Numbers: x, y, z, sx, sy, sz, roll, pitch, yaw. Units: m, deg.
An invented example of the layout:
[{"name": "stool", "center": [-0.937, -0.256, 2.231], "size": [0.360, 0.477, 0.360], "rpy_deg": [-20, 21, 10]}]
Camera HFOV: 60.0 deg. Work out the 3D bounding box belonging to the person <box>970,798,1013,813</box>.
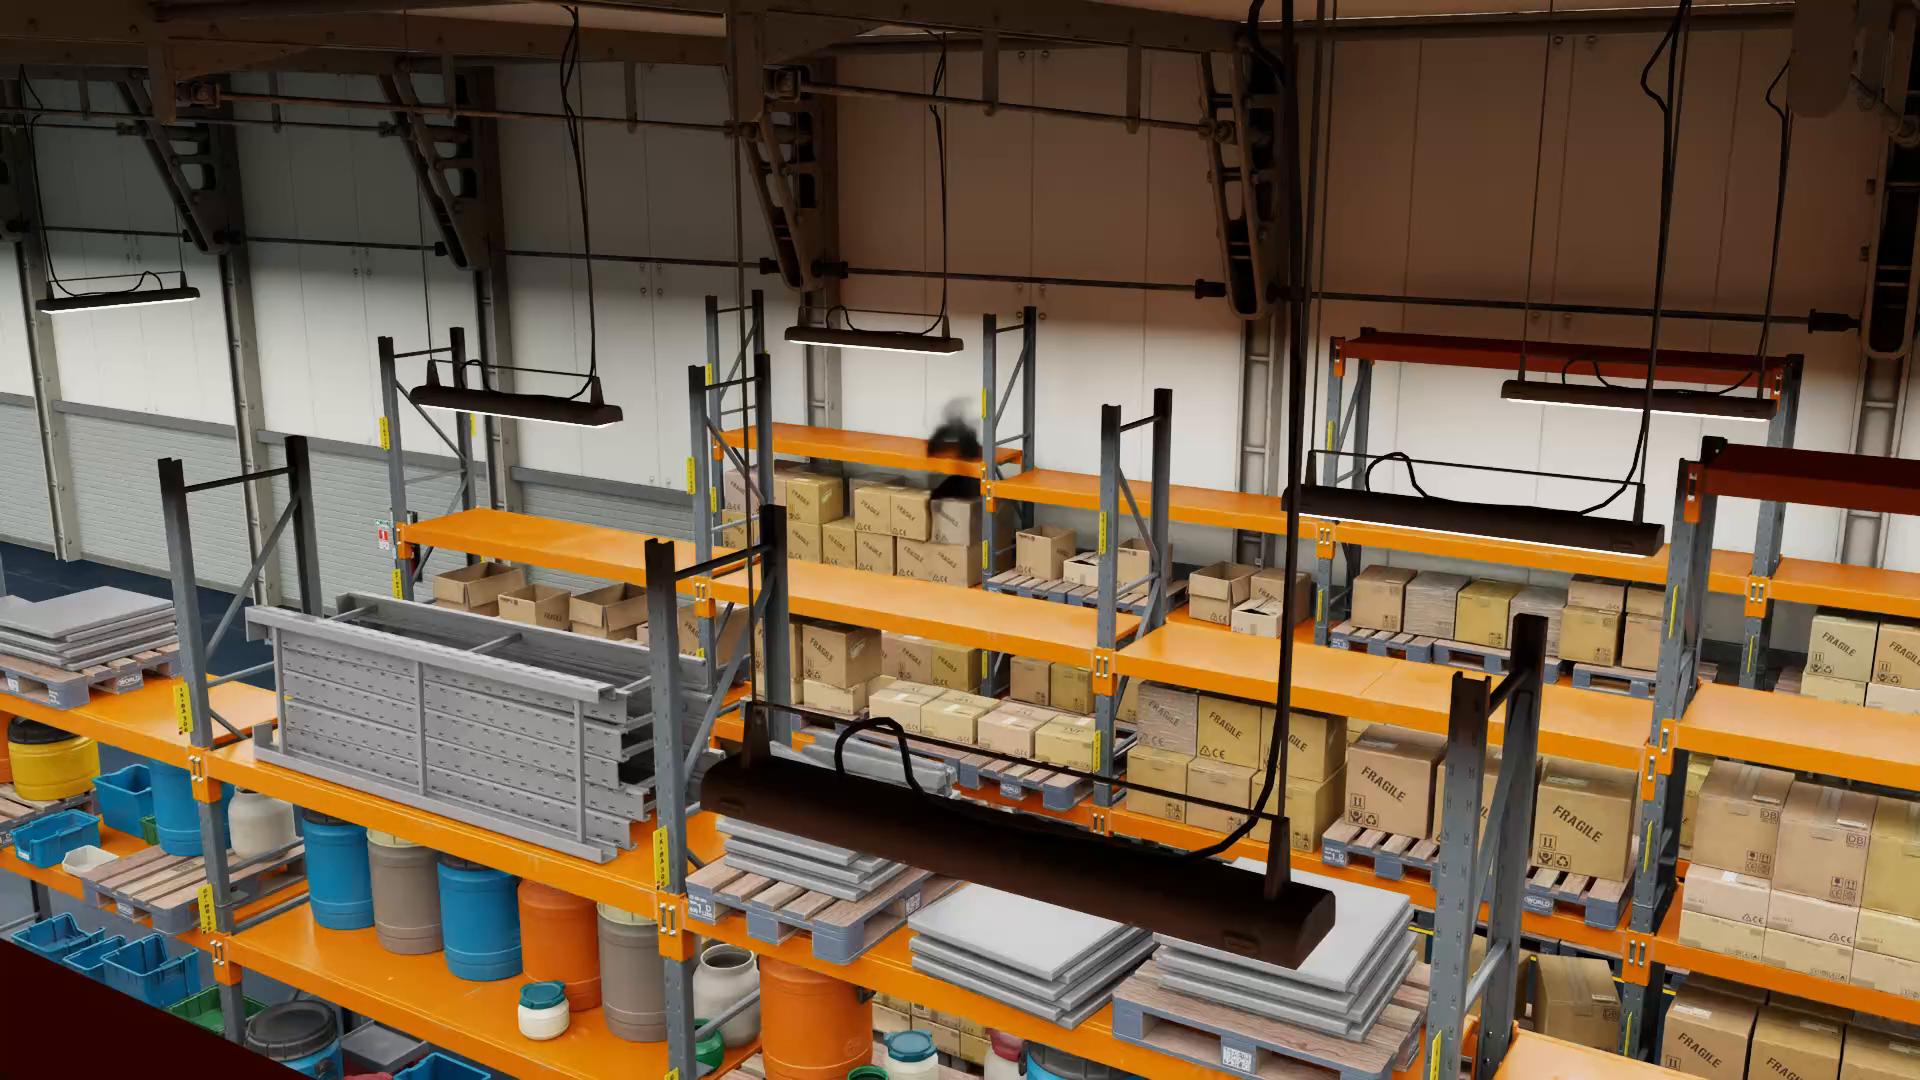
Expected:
[{"name": "person", "center": [0.307, 2.972, 17.108], "size": [0.657, 1.744, 0.690], "rpy_deg": [8, 16, 28]}]
